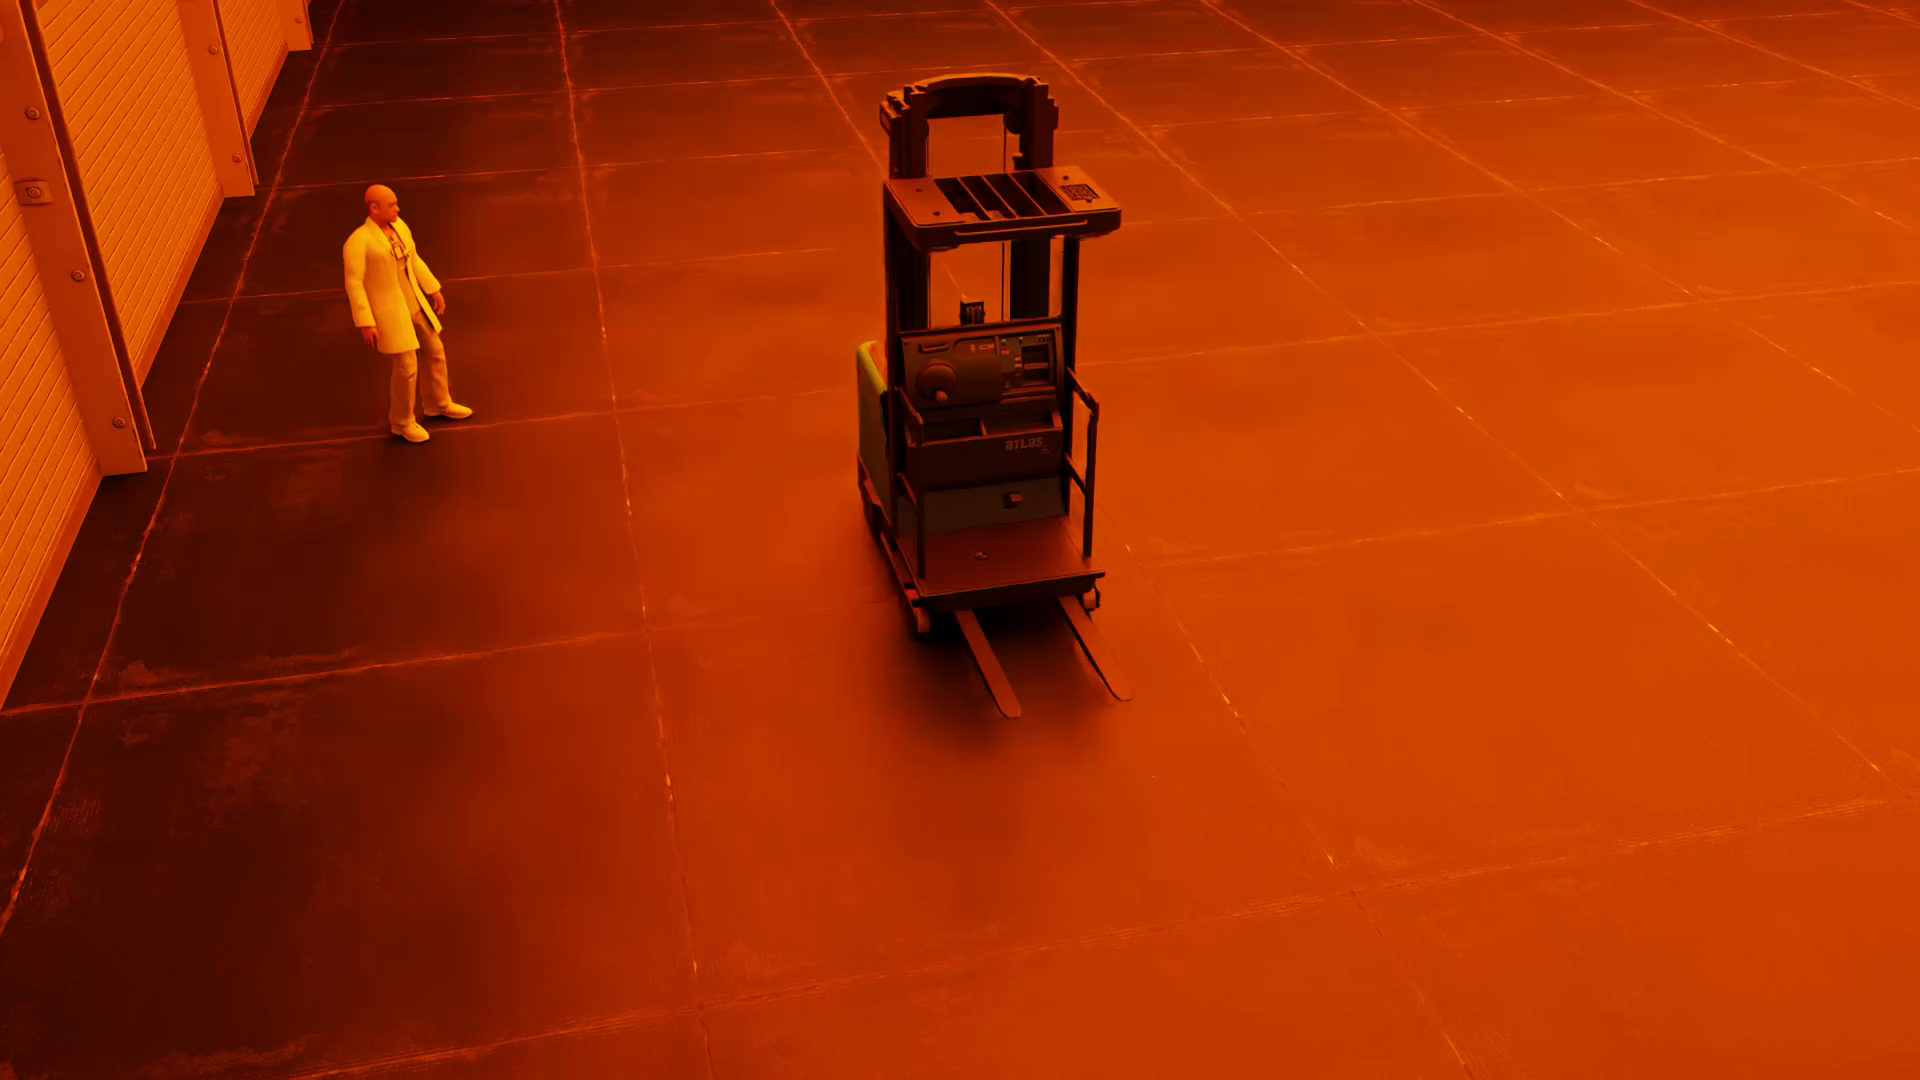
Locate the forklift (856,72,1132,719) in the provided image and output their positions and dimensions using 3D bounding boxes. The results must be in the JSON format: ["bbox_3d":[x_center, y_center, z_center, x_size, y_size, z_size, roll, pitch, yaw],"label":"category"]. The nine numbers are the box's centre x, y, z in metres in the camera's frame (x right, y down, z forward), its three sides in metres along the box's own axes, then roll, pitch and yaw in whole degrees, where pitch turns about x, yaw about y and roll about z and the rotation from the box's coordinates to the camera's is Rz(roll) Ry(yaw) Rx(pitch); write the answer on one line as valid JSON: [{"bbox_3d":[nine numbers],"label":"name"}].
[{"bbox_3d":[0.190,-0.941,9.200,1.130,2.935,3.031,-7,31,-13],"label":"forklift"}]

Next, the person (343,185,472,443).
[{"bbox_3d":[-3.820,-1.572,11.450,0.442,1.770,0.767,11,32,18],"label":"person"}]
